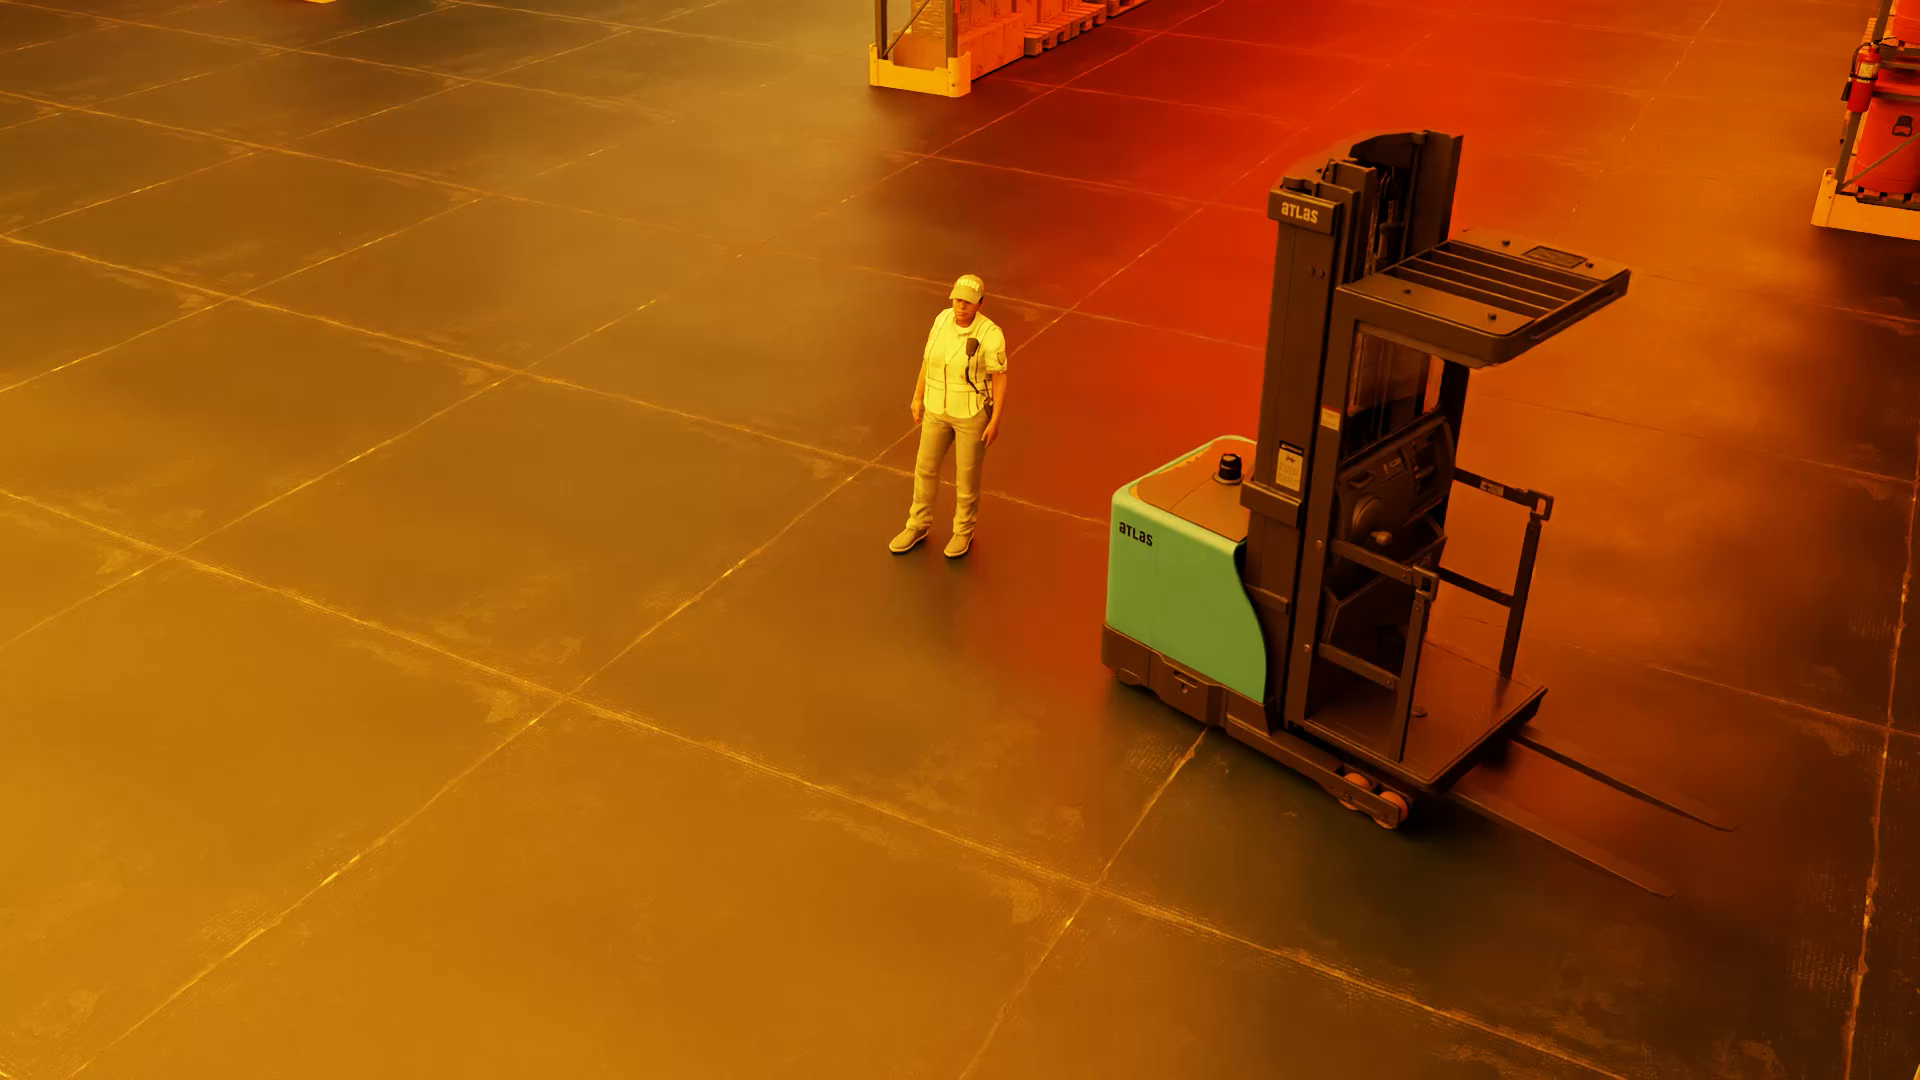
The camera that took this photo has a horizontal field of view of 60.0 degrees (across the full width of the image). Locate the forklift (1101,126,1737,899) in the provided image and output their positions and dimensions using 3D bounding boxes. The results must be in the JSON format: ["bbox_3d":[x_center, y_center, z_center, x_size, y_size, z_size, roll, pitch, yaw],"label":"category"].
[{"bbox_3d":[2.139,-0.230,7.468,3.031,2.935,1.130,27,39,38],"label":"forklift"}]

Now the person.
[{"bbox_3d":[-0.062,-0.702,9.536,0.587,1.670,0.529,15,33,25],"label":"person"}]
